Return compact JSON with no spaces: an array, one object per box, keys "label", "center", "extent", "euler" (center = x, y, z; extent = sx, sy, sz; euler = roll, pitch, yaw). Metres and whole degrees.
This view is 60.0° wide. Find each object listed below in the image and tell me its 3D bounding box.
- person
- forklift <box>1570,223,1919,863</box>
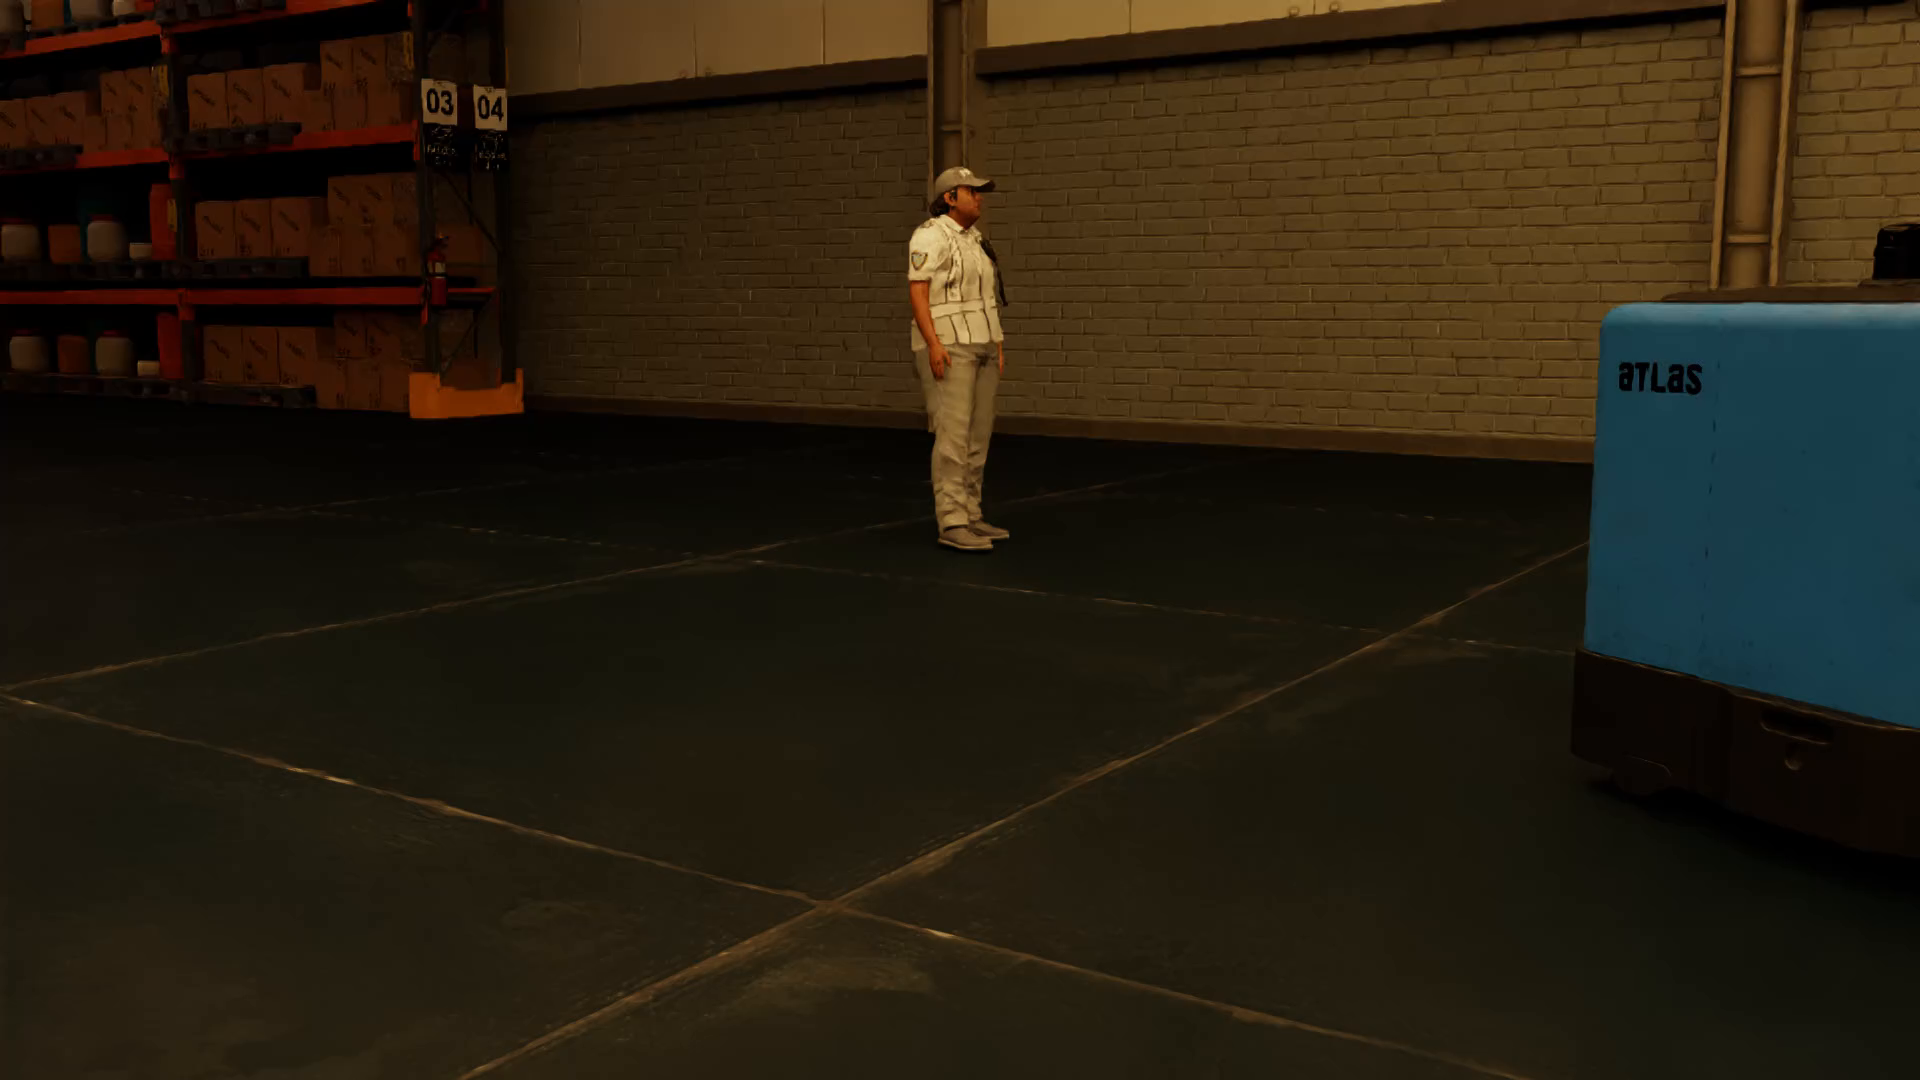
[{"label":"person","center":[0.051,-0.823,7.424],"extent":[0.529,1.669,0.598],"euler":[5,10,34]},{"label":"forklift","center":[2.488,-0.750,2.465],"extent":[1.130,2.935,3.031],"euler":[-4,9,-27]}]
